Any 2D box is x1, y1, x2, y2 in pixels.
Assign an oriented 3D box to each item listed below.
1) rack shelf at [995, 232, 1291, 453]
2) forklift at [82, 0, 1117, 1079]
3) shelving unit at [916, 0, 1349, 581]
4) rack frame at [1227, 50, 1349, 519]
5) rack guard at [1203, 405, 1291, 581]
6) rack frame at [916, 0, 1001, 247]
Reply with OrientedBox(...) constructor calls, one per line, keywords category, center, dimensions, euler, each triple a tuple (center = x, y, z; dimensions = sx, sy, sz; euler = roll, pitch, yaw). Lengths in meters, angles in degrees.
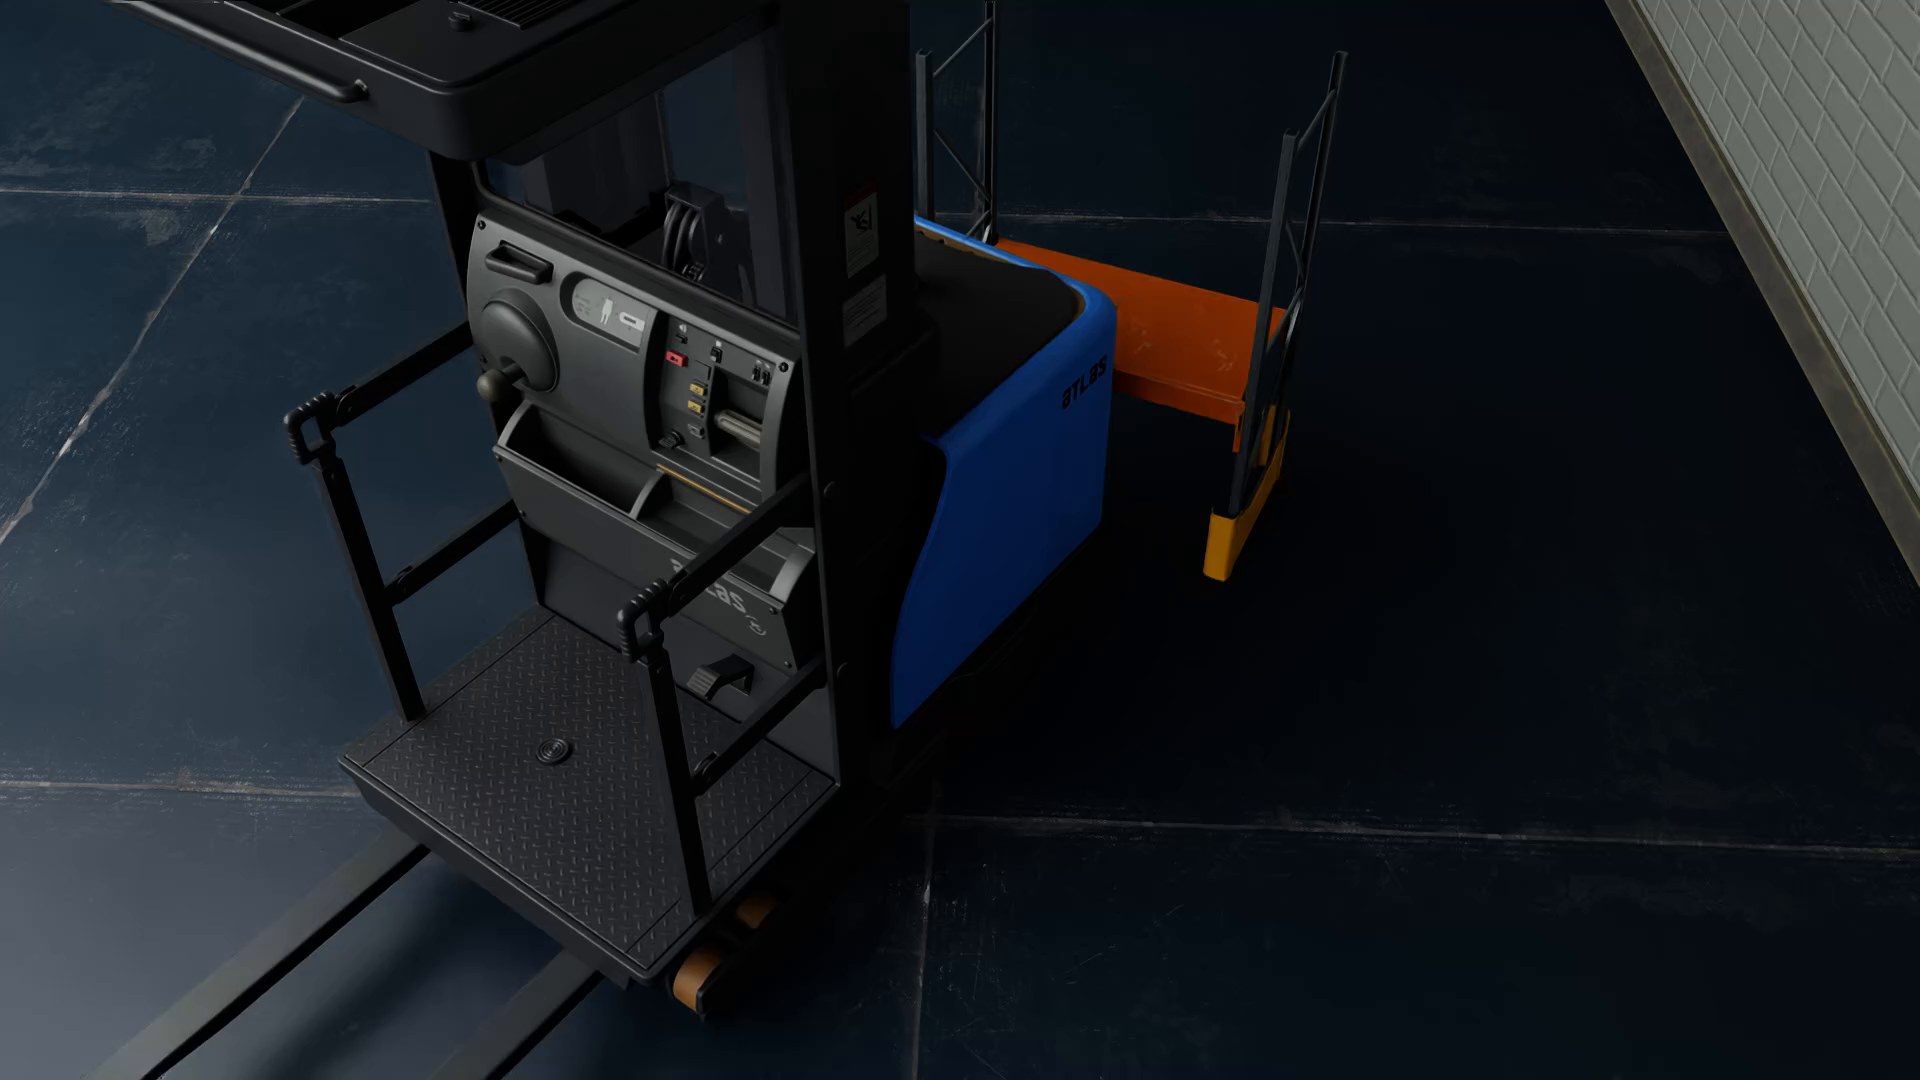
OrientedBox(category="rack shelf", center=(0.461, -0.621, 5.080), dimensions=(1.000, 0.185, 0.538), euler=(18, 46, 18))
OrientedBox(category="forklift", center=(-0.845, -0.314, 3.437), dimensions=(1.130, 2.935, 3.031), euler=(27, 49, 26))
OrientedBox(category="shelving unit", center=(0.453, -0.755, 4.960), dimensions=(1.083, 1.500, 0.587), euler=(18, 46, 18))
OrientedBox(category="rack frame", center=(0.922, -0.607, 4.801), dimensions=(0.032, 1.500, 0.500), euler=(18, 46, 18))
OrientedBox(category="rack guard", center=(0.905, -0.155, 5.233), dimensions=(0.087, 0.250, 0.587), euler=(18, 46, 18))
OrientedBox(category="rack frame", center=(0.000, -0.898, 5.113), dimensions=(0.032, 1.500, 0.500), euler=(18, 46, 18))
